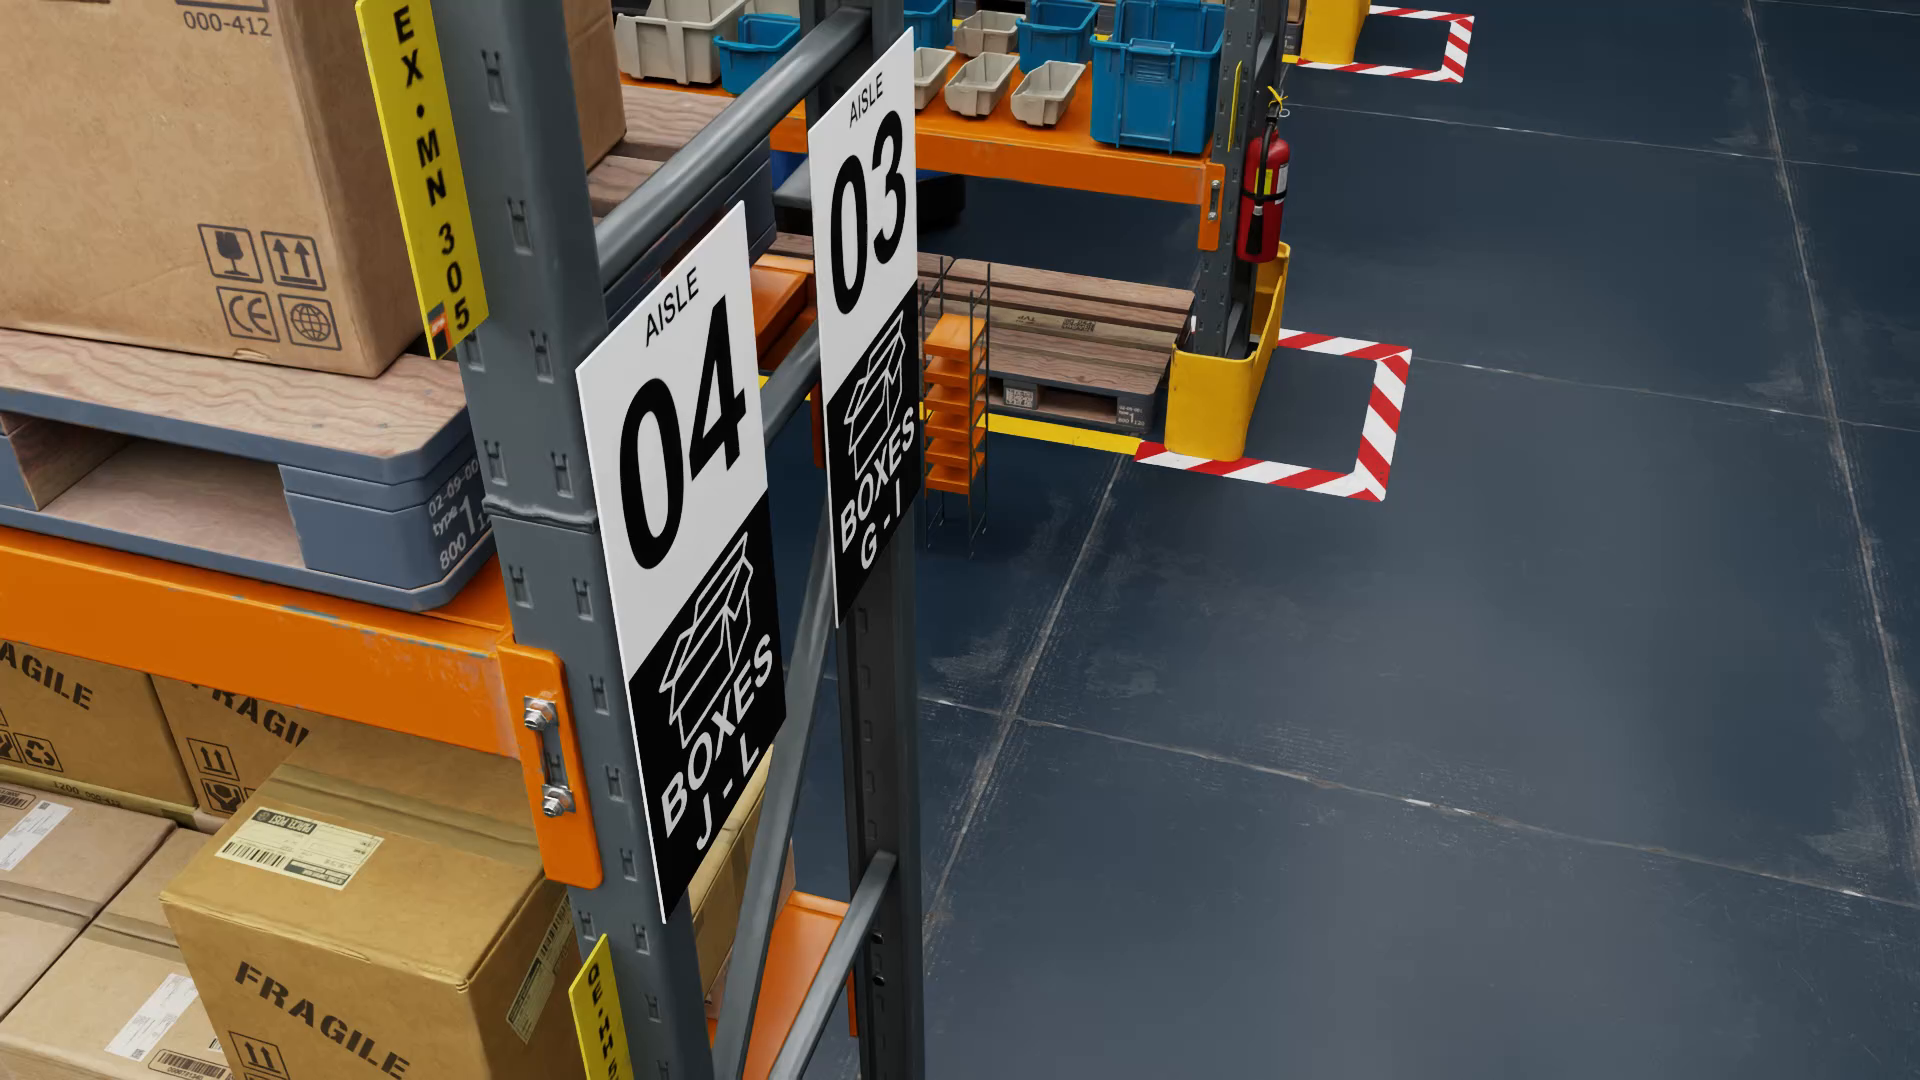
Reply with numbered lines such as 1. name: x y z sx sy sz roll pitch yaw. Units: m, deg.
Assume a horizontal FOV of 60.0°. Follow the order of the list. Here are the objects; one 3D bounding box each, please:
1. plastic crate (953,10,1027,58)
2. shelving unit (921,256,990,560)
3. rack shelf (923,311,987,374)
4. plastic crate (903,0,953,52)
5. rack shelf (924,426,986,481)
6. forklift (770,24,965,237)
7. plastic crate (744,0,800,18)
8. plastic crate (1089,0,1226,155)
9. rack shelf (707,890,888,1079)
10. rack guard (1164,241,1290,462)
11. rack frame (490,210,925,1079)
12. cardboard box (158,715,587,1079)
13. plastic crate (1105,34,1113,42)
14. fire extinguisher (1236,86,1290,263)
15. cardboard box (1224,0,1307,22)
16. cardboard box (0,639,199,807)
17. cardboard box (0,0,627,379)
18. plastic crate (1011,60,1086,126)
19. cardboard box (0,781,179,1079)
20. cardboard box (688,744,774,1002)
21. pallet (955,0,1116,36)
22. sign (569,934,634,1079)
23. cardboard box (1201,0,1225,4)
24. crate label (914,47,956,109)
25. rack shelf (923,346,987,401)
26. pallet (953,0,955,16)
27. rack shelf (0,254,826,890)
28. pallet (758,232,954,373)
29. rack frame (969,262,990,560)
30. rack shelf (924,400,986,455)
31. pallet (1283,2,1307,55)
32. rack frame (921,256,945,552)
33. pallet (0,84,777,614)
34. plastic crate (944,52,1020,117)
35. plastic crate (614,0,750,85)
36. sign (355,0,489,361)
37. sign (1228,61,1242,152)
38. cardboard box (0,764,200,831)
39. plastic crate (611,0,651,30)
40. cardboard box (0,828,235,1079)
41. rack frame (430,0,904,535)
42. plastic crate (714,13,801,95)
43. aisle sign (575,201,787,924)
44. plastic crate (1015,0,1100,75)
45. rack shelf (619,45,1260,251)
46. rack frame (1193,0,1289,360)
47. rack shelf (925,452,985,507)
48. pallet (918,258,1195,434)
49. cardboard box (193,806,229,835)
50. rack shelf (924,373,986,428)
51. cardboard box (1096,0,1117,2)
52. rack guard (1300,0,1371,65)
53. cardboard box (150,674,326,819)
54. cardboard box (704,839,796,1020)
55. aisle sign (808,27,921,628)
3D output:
1. plastic crate: 0.126 -2.265 7.469 0.298 0.136 0.250 10 38 14
2. shelving unit: -0.014 -0.486 6.398 0.189 1.200 0.258 10 38 14
3. rack shelf: -0.014 -0.740 6.211 0.180 0.103 0.258 10 38 14
4. plastic crate: -0.202 -2.313 7.453 0.300 0.233 0.416 10 38 14
5. rack shelf: -0.014 -0.353 6.495 0.180 0.103 0.258 10 38 14
6. forklift: -1.102 -3.568 9.125 1.130 2.935 3.031 -17 40 -22
7. plastic crate: -0.874 -2.381 7.626 0.466 0.136 0.293 10 38 14
8. plastic crate: 0.817 -1.886 6.701 0.499 0.435 0.616 10 38 14
9. rack shelf: -2.194 0.845 3.679 4.000 0.370 1.077 10 38 14
10. rack guard: 1.219 -0.890 7.538 0.348 0.500 1.175 10 38 14
11. rack frame: -0.285 0.909 2.985 0.127 3.000 1.000 10 38 14
12. cardboard box: -0.828 0.610 2.634 0.500 0.500 0.500 11 38 14
13. plastic crate: 0.773 -2.145 7.306 0.298 0.136 0.250 10 38 14
14. fire extinguisher: 1.201 -1.429 6.540 0.183 0.674 0.296 10 38 14
15. cardboard box: 2.080 -3.823 11.151 0.500 0.500 0.500 10 38 14
16. cardboard box: -1.636 0.133 3.282 0.500 0.500 0.500 10 37 13
17. cardboard box: -0.797 -0.611 1.996 0.500 0.500 0.700 8 37 11
18. plastic crate: 0.360 -1.853 6.910 0.243 0.136 0.396 10 38 14
19. cardboard box: -1.796 0.734 3.098 0.500 0.250 0.500 9 37 12
20. cardboard box: -0.662 0.612 3.264 0.500 0.250 0.500 10 37 13
21. pallet: 0.678 -3.943 11.930 1.213 0.211 1.003 10 38 14
22. sign: -0.460 0.651 2.158 0.005 0.325 0.100 10 38 14
23. cardboard box: 1.721 -3.811 11.417 0.250 0.166 0.380 10 38 14
24. crate label: -0.186 -1.948 7.038 0.243 0.136 0.396 10 38 14
25. rack shelf: -0.014 -0.643 6.282 0.180 0.103 0.258 10 38 14
26. pallet: -0.490 -4.158 12.221 1.213 0.211 1.003 10 38 14
27. rack shelf: -2.194 -0.363 2.789 4.000 0.370 1.077 10 38 14
28. pallet: -0.744 -1.155 8.141 1.213 0.211 1.003 10 38 14
29. rack frame: 0.074 -0.470 6.376 0.006 1.200 0.240 10 38 14
30. rack shelf: -0.014 -0.450 6.424 0.180 0.103 0.258 10 38 14
31. pallet: 1.839 -3.726 11.635 1.213 0.211 1.003 10 38 14
32. rack frame: -0.101 -0.502 6.420 0.006 1.200 0.240 10 38 14
33. pallet: -0.996 -0.389 2.292 1.213 0.211 1.003 10 38 14
34. plastic crate: 0.087 -1.913 6.990 0.243 0.136 0.396 10 38 14
35. plastic crate: -1.223 -2.203 7.262 0.530 0.282 0.437 10 38 14
36. sign: -0.460 -0.320 1.443 0.005 0.325 0.100 10 38 14
37. sign: 1.044 -1.645 6.317 0.005 0.325 0.100 10 38 14
38. cardboard box: -1.639 0.433 3.507 0.500 0.250 0.500 9 37 12
39. plastic crate: -1.477 -2.468 7.755 0.590 0.125 0.437 10 38 14
40. cardboard box: -1.310 0.824 2.976 0.500 0.250 0.500 10 37 13
41. rack frame: -0.285 -1.508 1.207 0.127 3.000 1.000 10 38 14
42. plastic crate: -0.845 -2.069 7.121 0.300 0.233 0.416 10 38 14
43. aisle sign: -0.305 0.044 1.967 0.004 0.787 0.394 10 38 14
44. plastic crate: 0.426 -2.197 7.295 0.300 0.233 0.416 10 38 14
45. rack shelf: -0.717 -1.958 7.486 4.000 0.370 1.077 10 38 14
46. rack frame: 1.192 -1.894 6.793 0.127 3.000 1.000 10 38 14
47. rack shelf: -0.014 -0.257 6.566 0.180 0.103 0.258 10 38 14
48. pallet: 0.417 -0.939 7.847 1.213 0.211 1.003 10 38 14
49. cardboard box: -1.161 0.523 3.384 0.500 0.250 0.500 10 38 13
50. rack shelf: -0.014 -0.547 6.353 0.180 0.103 0.258 10 38 14
51. cardboard box: 1.182 -3.907 11.477 0.500 0.250 0.500 10 38 14
52. rack guard: 2.600 -3.703 11.359 0.348 0.500 1.175 10 38 14
53. cardboard box: -1.140 0.221 3.162 0.500 0.500 0.500 10 37 13
54. cardboard box: -0.525 0.760 3.398 0.250 0.149 0.380 11 38 14
55. aisle sign: -0.127 -0.295 2.428 0.004 0.787 0.394 10 38 14
